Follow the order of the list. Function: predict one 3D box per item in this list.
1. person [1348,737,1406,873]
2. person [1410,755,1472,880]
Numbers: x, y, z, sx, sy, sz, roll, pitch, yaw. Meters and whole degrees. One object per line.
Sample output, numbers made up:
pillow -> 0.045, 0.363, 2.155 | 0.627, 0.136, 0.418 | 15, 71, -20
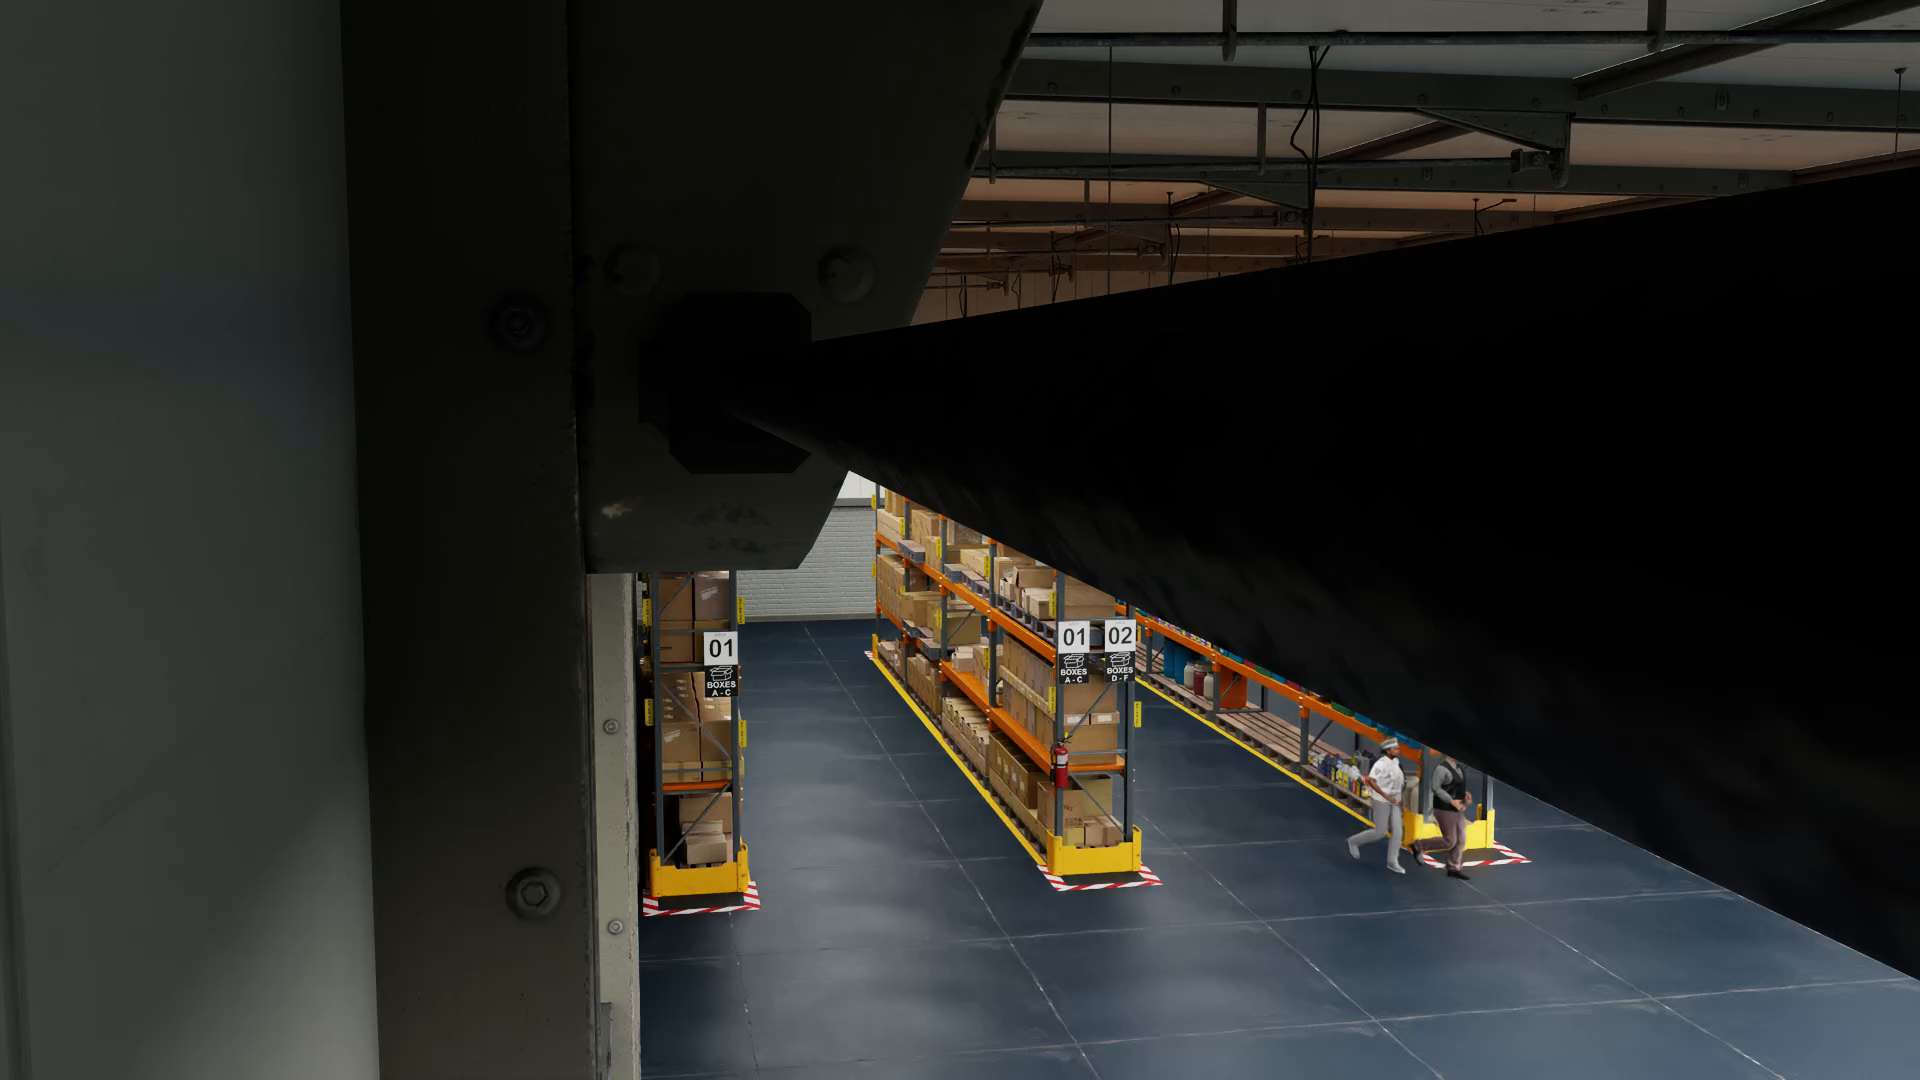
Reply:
person -> 5.464, 3.334, 21.197 | 0.641, 1.649, 0.796 | -5, 8, -41
person -> 6.076, 3.365, 20.840 | 0.732, 1.709, 0.672 | 5, 7, 38
